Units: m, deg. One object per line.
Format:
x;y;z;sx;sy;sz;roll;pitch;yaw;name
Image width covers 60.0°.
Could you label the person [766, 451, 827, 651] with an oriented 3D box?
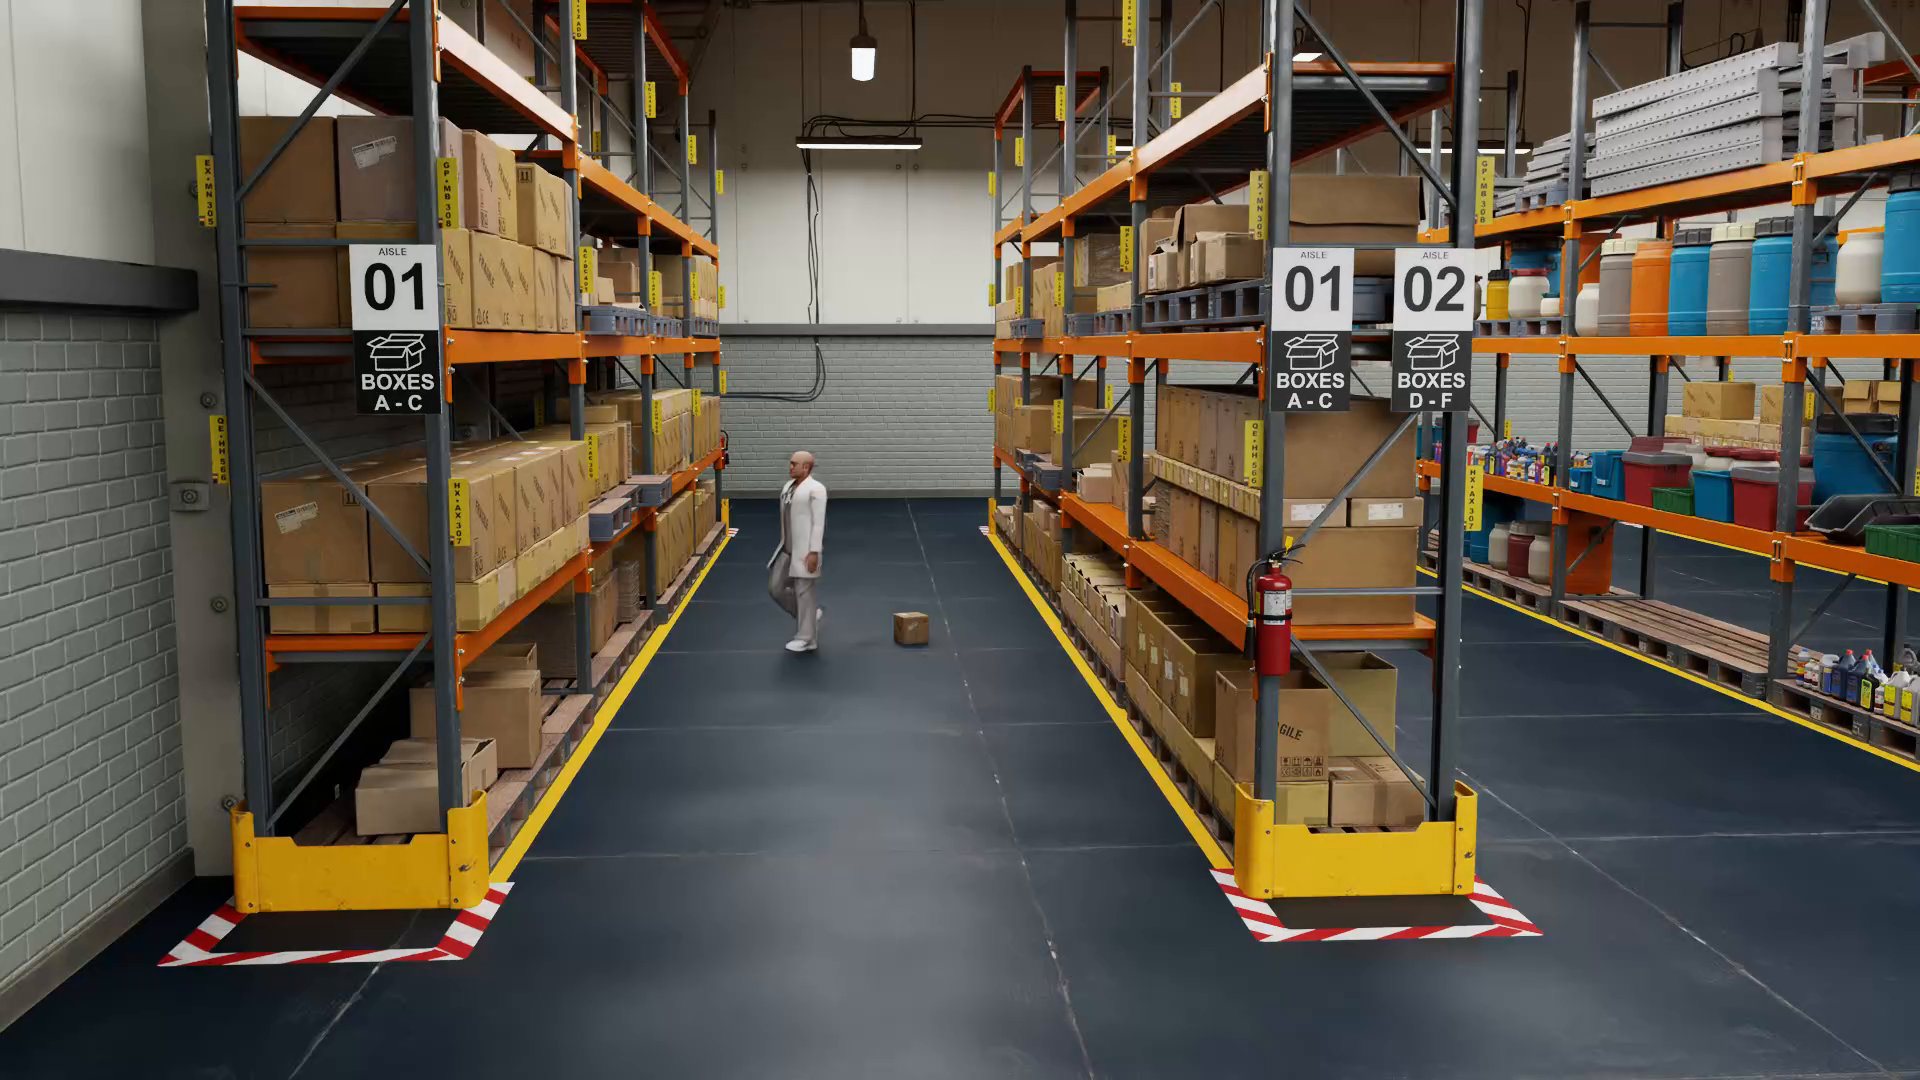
-1.403;0.093;14.766;0.594;1.767;0.559;7;9;44;person
